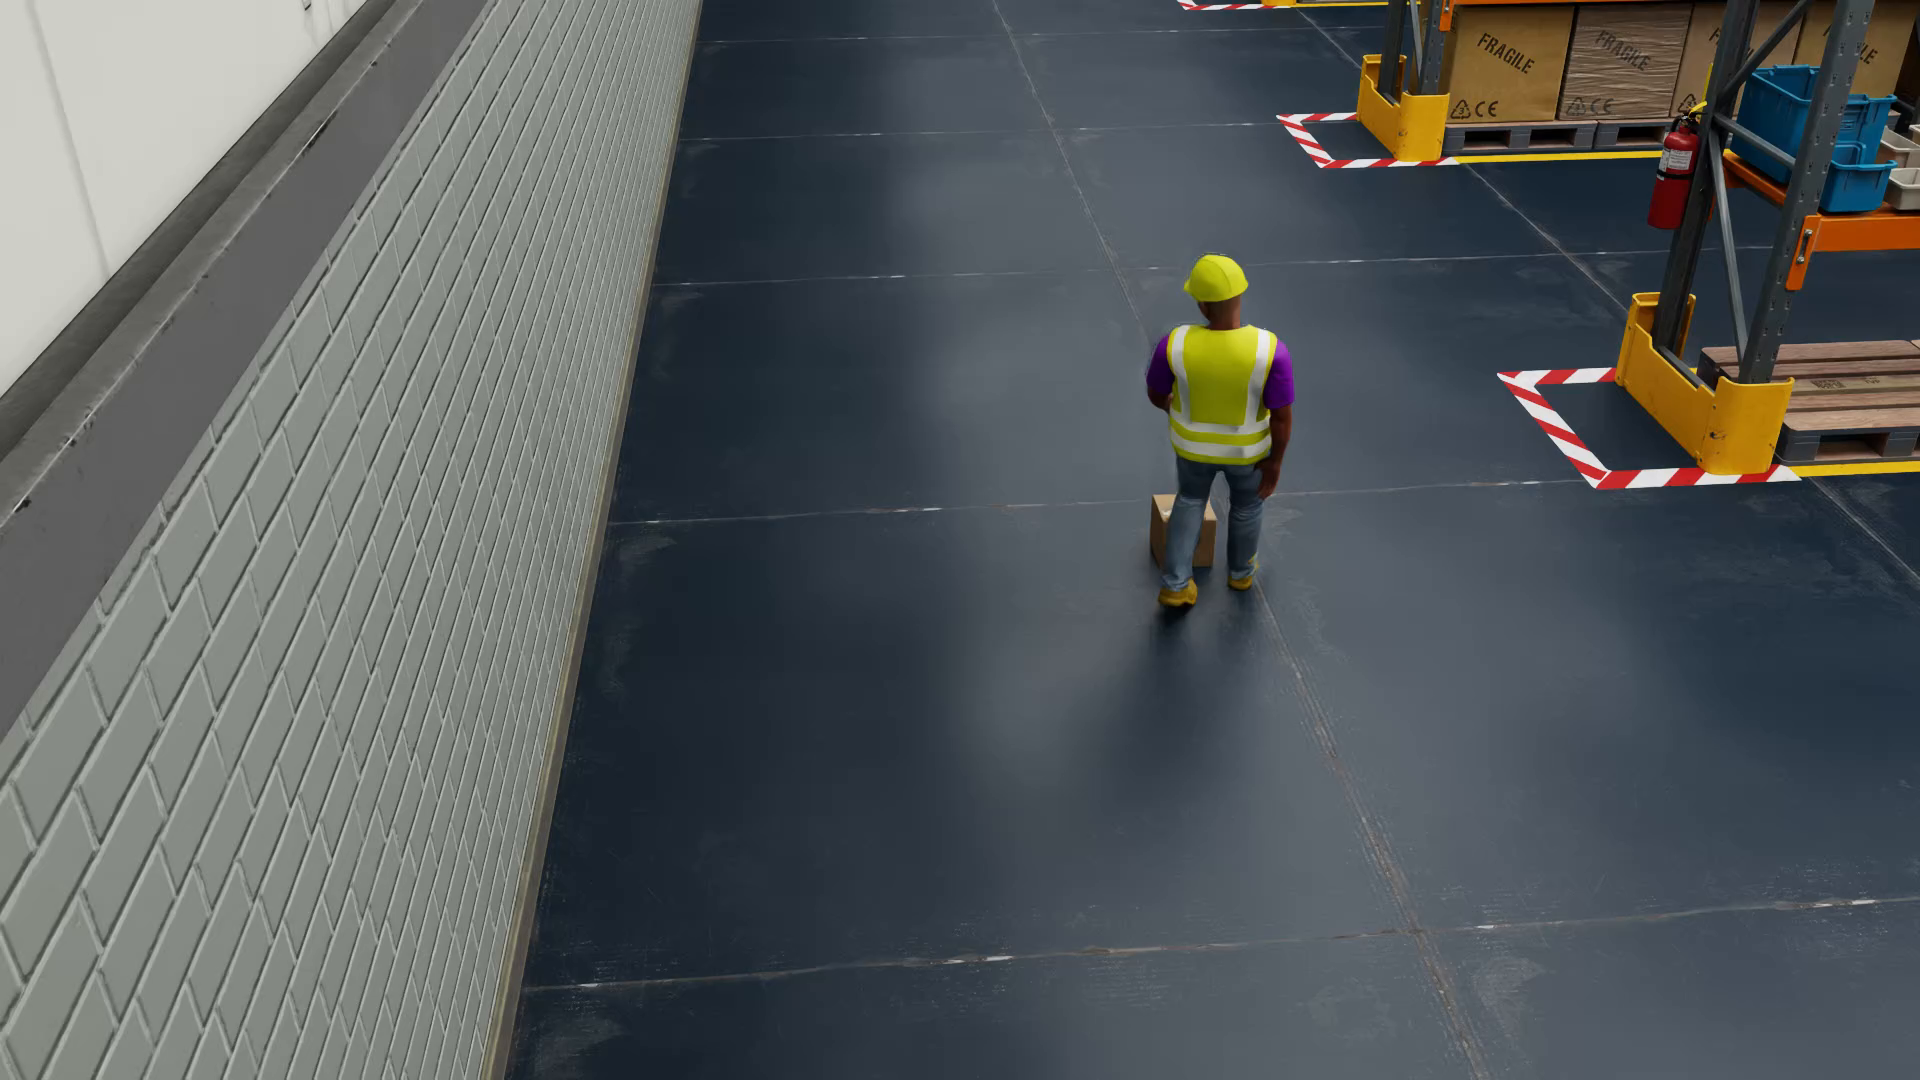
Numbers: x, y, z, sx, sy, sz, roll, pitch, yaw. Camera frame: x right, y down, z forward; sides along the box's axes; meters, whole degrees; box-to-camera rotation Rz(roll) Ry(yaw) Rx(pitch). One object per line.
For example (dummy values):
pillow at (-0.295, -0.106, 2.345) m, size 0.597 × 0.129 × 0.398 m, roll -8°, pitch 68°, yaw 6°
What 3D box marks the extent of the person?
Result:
person at (1.099, -0.478, 6.966) m, size 0.597 × 1.704 × 0.786 m, roll 8°, pitch 32°, yaw 14°
